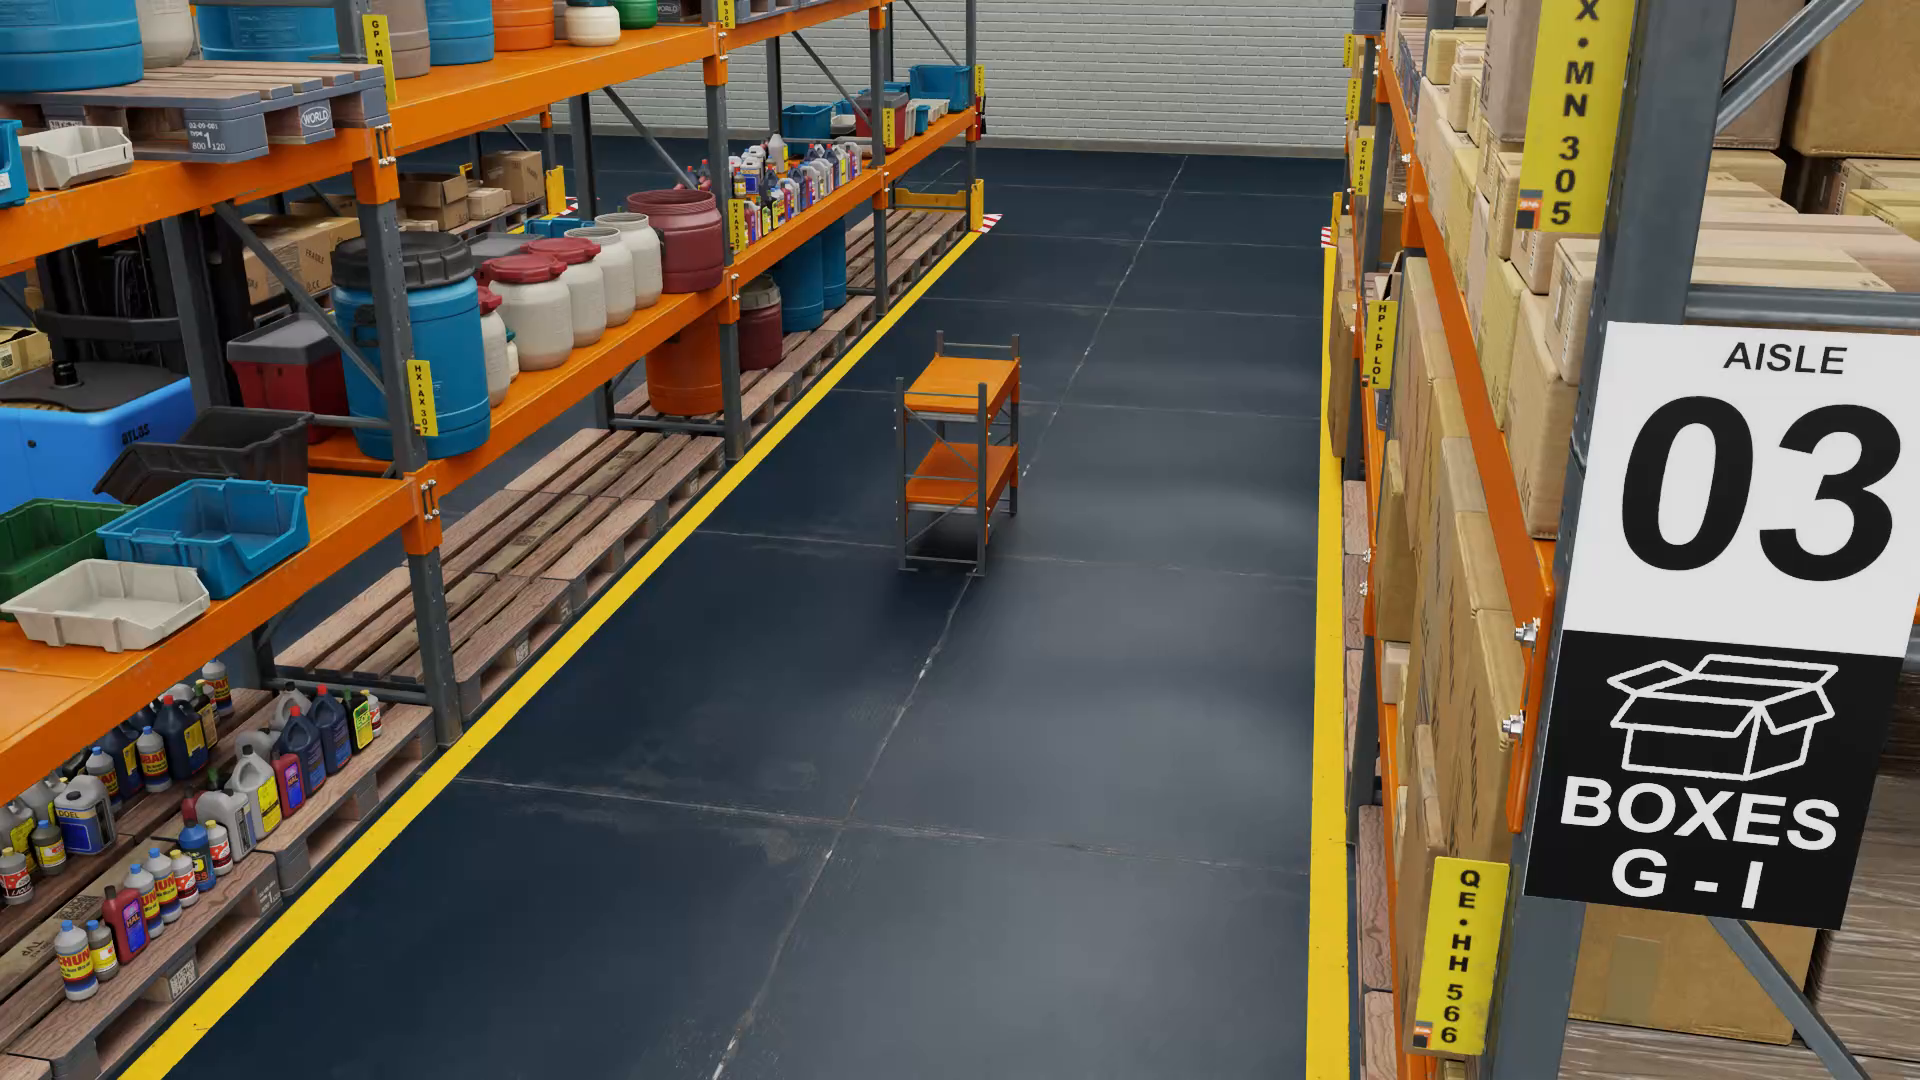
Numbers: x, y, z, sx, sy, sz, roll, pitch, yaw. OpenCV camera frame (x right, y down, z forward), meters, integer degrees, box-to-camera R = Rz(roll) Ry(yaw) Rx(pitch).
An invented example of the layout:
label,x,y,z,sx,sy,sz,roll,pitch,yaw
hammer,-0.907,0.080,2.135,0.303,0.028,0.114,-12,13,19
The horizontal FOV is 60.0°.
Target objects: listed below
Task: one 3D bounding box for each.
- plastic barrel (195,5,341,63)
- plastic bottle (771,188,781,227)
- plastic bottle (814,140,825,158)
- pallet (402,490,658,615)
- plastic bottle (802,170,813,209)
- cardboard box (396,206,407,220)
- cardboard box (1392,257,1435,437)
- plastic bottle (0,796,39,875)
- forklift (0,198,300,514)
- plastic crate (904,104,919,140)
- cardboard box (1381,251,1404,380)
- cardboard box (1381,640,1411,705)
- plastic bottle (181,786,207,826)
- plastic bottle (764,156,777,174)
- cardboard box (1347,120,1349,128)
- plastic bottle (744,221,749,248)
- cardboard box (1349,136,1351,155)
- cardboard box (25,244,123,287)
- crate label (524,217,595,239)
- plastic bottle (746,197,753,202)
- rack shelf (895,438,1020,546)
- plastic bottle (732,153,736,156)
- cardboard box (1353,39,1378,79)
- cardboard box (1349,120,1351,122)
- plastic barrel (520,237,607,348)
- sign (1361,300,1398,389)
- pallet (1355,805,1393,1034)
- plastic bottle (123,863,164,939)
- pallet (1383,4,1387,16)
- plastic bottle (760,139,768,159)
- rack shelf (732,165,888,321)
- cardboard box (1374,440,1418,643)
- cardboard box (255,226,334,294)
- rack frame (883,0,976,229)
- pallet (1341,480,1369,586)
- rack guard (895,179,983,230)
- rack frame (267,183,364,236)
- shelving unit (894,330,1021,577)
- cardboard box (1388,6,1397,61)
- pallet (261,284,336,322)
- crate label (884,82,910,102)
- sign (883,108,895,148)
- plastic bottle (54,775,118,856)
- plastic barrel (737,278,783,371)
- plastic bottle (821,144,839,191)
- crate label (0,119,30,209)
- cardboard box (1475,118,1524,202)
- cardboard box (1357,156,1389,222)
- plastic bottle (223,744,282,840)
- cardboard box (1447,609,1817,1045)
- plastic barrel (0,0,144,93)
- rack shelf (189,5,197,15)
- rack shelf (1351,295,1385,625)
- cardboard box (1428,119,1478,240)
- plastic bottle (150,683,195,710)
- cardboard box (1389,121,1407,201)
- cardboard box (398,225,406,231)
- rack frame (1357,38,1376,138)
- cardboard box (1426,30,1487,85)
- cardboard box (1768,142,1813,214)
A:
label,x,y,z,sx,sy,sz,roll,pitch,yaw
plastic barrel,-2.887,-2.335,6.950,0.600,0.901,0.708,4,22,11
plastic bottle,-1.338,-2.388,11.940,0.097,0.271,0.097,0,22,0
plastic bottle,-1.154,-3.061,13.506,0.144,0.351,0.185,4,22,11
pallet,-2.409,0.047,9.454,1.003,0.211,1.213,4,22,11
plastic bottle,-1.165,-2.671,12.627,0.061,0.283,0.133,4,22,11
cardboard box,-6.003,-3.274,16.979,0.500,0.311,0.500,4,22,11
cardboard box,1.730,-0.634,5.542,0.500,0.500,0.500,4,22,11
plastic bottle,-3.513,1.072,6.133,0.144,0.351,0.185,5,23,13
forklift,-4.572,-1.576,9.843,1.130,2.935,3.031,5,22,12
plastic crate,-0.654,-3.952,15.729,0.437,0.282,0.530,4,22,11
cardboard box,2.334,-1.015,7.658,0.797,0.503,0.637,7,23,16
cardboard box,1.511,0.406,5.167,0.380,0.149,0.250,4,22,11
plastic bottle,-2.874,1.044,6.292,0.061,0.283,0.133,4,22,11
plastic bottle,-1.562,-3.065,13.716,0.097,0.201,0.097,0,22,0
cardboard box,4.021,-4.111,16.382,0.380,0.149,0.250,4,22,10
plastic bottle,-1.487,-2.089,11.291,0.097,0.201,0.097,0,22,0
cardboard box,3.706,-3.547,14.981,0.380,0.149,0.250,4,22,10
cardboard box,-6.842,-2.124,12.865,0.500,0.250,0.500,5,23,13
crate label,-2.430,-1.645,9.876,0.502,0.435,0.616,4,22,11
plastic bottle,-1.472,-2.260,11.621,0.097,0.271,0.097,0,22,0
rack shelf,0.001,-0.297,9.741,0.538,0.278,1.000,4,22,11
plastic bottle,-1.820,-2.954,13.329,0.061,0.283,0.133,4,22,11
cardboard box,3.955,-4.408,15.583,0.500,0.500,0.500,4,22,9
cardboard box,3.951,-4.059,15.719,0.500,0.250,0.500,4,22,9
plastic barrel,-2.131,-1.331,8.962,0.433,0.535,0.433,0,22,0
sign,1.526,-0.709,6.049,0.100,0.325,0.005,4,22,11
pallet,1.968,1.411,6.068,1.003,0.211,1.213,4,22,11
plastic bottle,-2.850,1.251,5.795,0.097,0.271,0.097,0,22,0
pallet,3.191,-3.546,10.882,1.003,0.211,1.213,6,23,13
plastic bottle,-1.666,-3.230,14.014,0.061,0.283,0.133,4,22,11
rack shelf,-1.554,-2.369,12.684,1.077,0.370,4.000,4,22,11
cardboard box,1.781,0.025,5.245,0.875,0.500,0.500,4,22,11
cardboard box,-5.924,-2.475,14.742,0.500,0.500,0.500,5,22,11
rack frame,-0.330,-4.897,17.998,1.000,3.000,0.127,4,22,11
pallet,2.726,-0.015,9.608,1.003,0.211,1.213,4,22,11
rack guard,-0.338,-3.748,18.489,1.175,0.500,0.348,4,22,11
rack frame,-5.994,-3.813,15.307,1.000,3.000,0.127,4,22,11
shelving unit,0.001,-0.524,9.650,0.538,1.125,1.048,4,22,11
cardboard box,2.436,-2.576,8.419,0.500,0.250,0.500,5,22,12
pallet,-6.123,-2.219,15.082,1.003,0.211,1.213,4,22,11
crate label,-0.703,-4.782,17.856,0.416,0.233,0.303,4,22,11
sign,-0.608,-3.520,14.208,0.100,0.325,0.005,4,22,11
plastic bottle,-3.325,1.041,6.311,0.152,0.276,0.135,4,22,11
plastic barrel,-1.649,-1.641,12.579,0.600,0.588,0.708,4,22,11
plastic bottle,-1.051,-2.983,13.311,0.144,0.351,0.185,4,22,11
crate label,-2.889,-1.027,4.573,0.502,0.251,0.408,4,22,11
cardboard box,1.278,-0.776,3.416,0.380,0.149,0.250,3,22,8
cardboard box,3.060,-2.398,11.658,0.500,0.500,0.500,5,22,12
plastic bottle,-2.733,0.962,6.407,0.144,0.351,0.185,4,22,11
cardboard box,1.124,0.464,2.817,0.500,0.500,0.500,4,22,11
plastic barrel,-3.086,-1.971,5.485,0.600,0.901,0.708,4,22,11
rack shelf,-6.403,-4.140,13.065,1.077,0.370,4.000,4,22,11
rack shelf,2.478,-0.529,8.114,1.077,0.370,4.000,4,22,11
cardboard box,1.513,-0.933,4.341,0.500,0.250,0.500,4,22,9
plastic bottle,-3.312,0.754,7.023,0.152,0.276,0.135,5,23,13
cardboard box,3.052,-2.372,10.251,0.797,0.503,0.637,5,23,13
cardboard box,-5.697,-2.907,16.067,0.500,0.311,0.500,4,22,11
rack frame,3.703,-3.057,13.428,1.000,3.000,0.127,4,22,11
cardboard box,1.702,-1.542,5.320,0.380,0.149,0.250,4,22,9
cardboard box,1.835,-0.731,3.306,0.380,0.149,0.250,3,22,8
